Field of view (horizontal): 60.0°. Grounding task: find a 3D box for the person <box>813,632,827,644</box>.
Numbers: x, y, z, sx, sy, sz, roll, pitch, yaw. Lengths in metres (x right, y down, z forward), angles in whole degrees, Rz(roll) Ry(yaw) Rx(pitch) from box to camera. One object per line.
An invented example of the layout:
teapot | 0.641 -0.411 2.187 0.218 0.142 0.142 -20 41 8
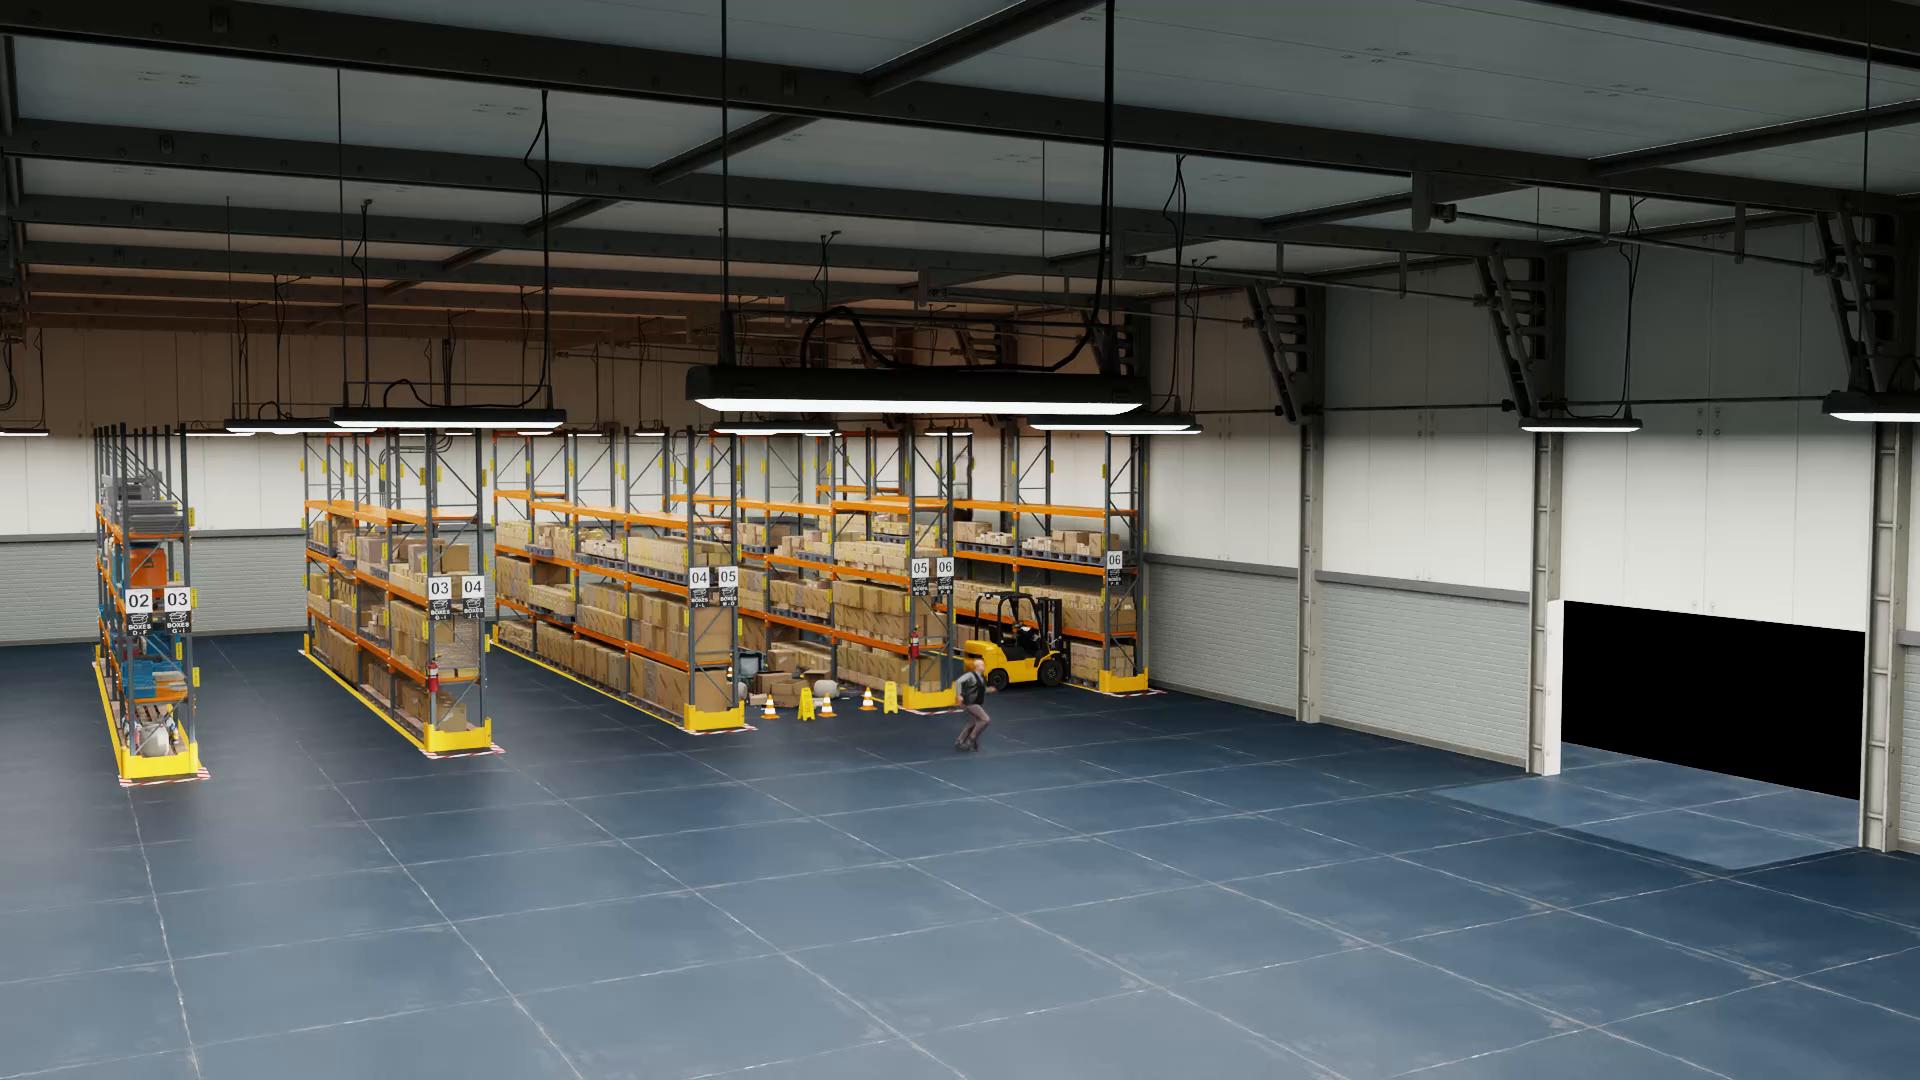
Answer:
person | -3.921 2.068 46.090 0.611 1.822 1.062 -2 4 -32

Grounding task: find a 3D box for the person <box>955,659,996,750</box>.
person | 0.275 3.015 30.414 0.782 1.673 0.688 2 4 25

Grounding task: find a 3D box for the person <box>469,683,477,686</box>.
person | -11.495 2.561 38.934 0.591 1.649 0.827 -2 4 -35
